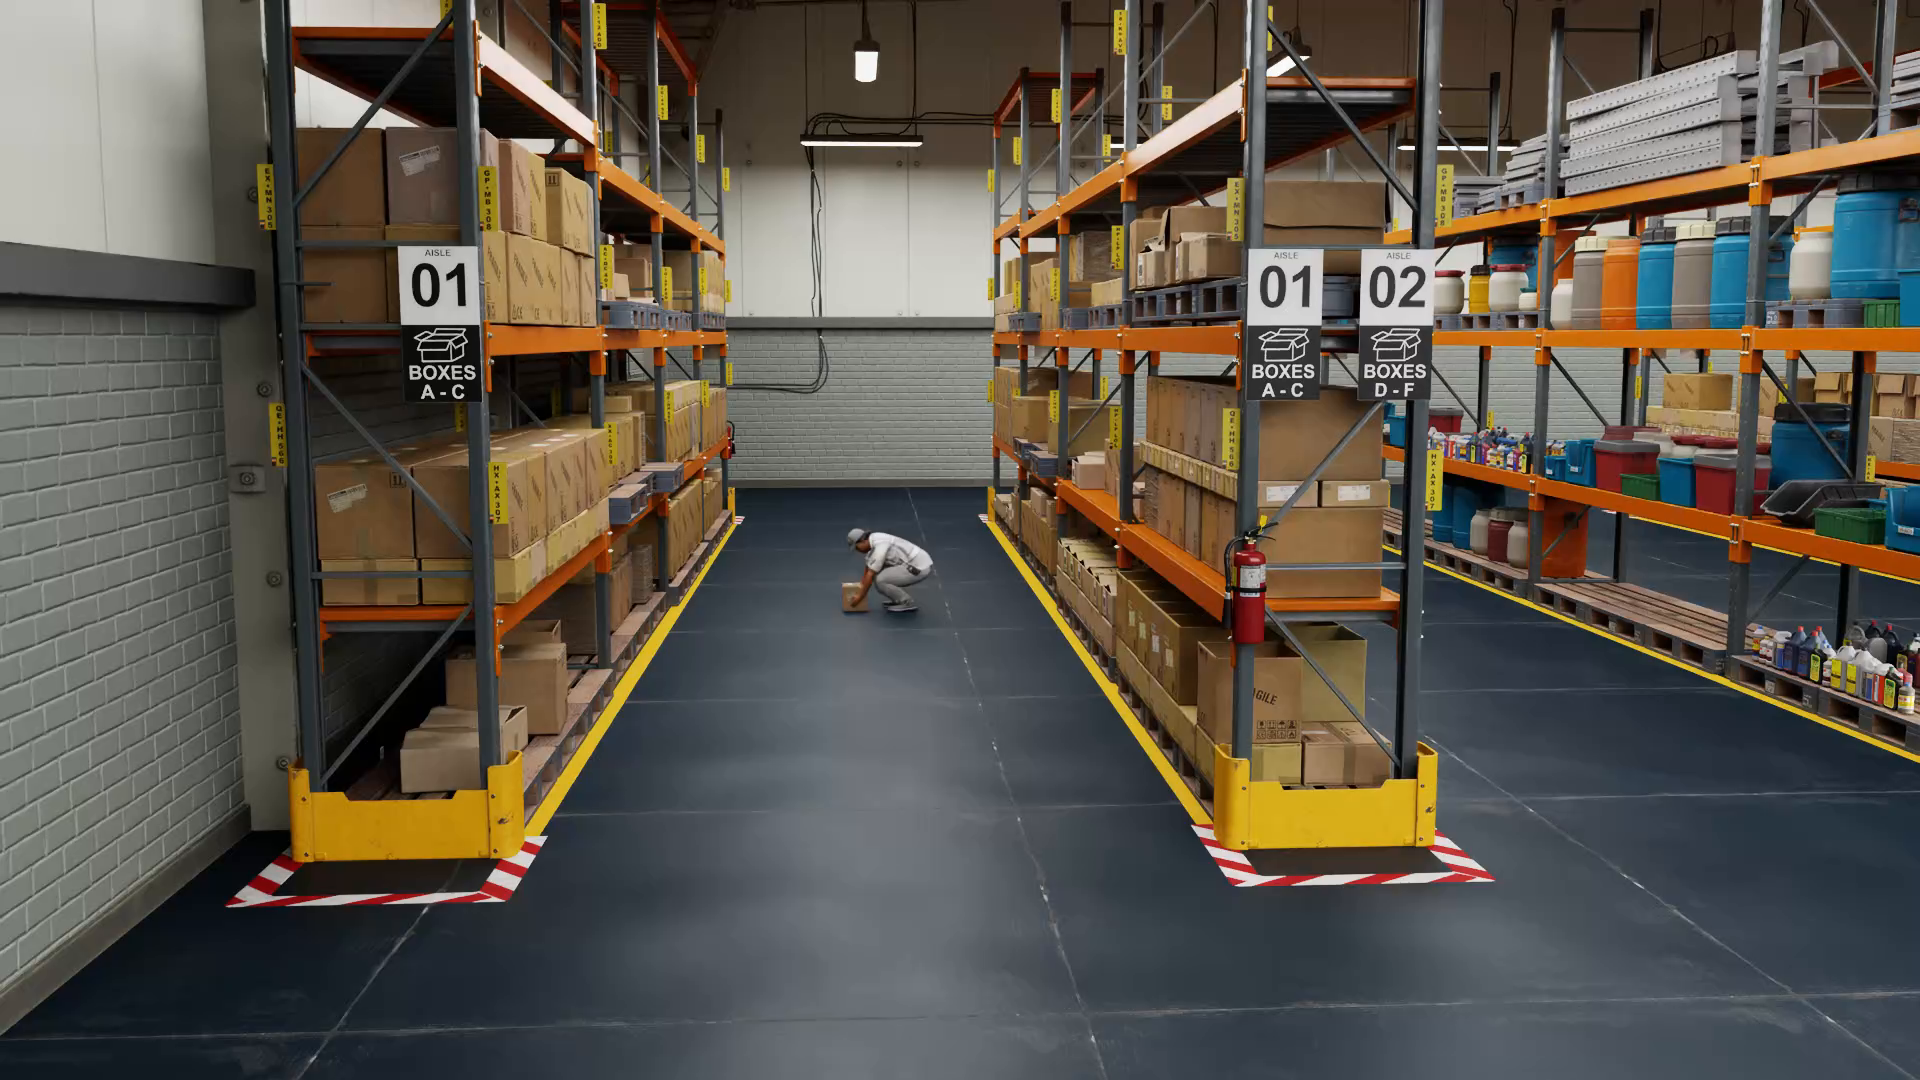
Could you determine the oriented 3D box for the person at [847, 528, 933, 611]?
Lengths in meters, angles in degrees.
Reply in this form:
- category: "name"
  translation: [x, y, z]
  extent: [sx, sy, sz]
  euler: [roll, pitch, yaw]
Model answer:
- category: "person"
  translation: [-0.710, 0.292, 16.815]
  extent: [0.867, 0.837, 0.517]
  euler: [0, 7, -4]
